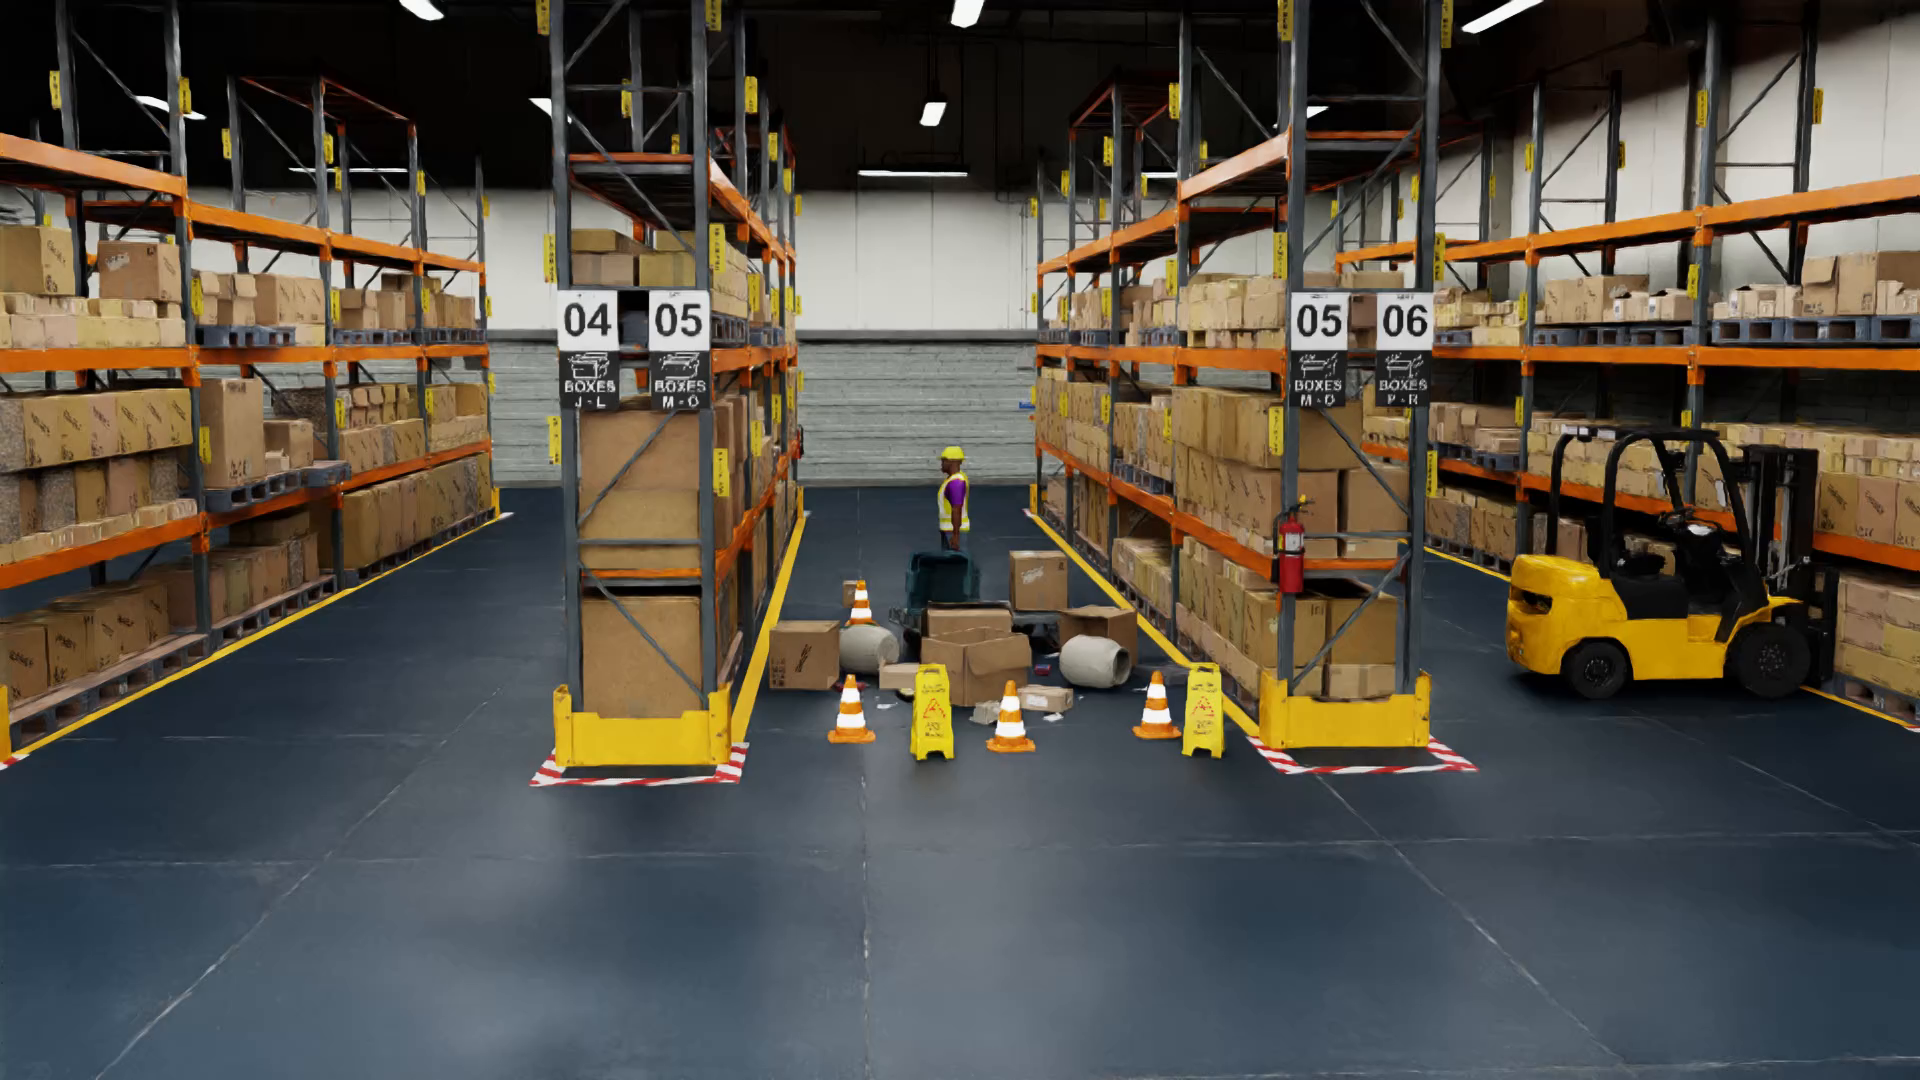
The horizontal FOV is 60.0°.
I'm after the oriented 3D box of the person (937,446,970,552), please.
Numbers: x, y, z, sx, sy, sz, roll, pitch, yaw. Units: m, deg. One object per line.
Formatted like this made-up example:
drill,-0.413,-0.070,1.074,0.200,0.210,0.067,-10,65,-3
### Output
person,-0.104,-0.095,17.325,0.567,1.769,0.732,0,7,-2
